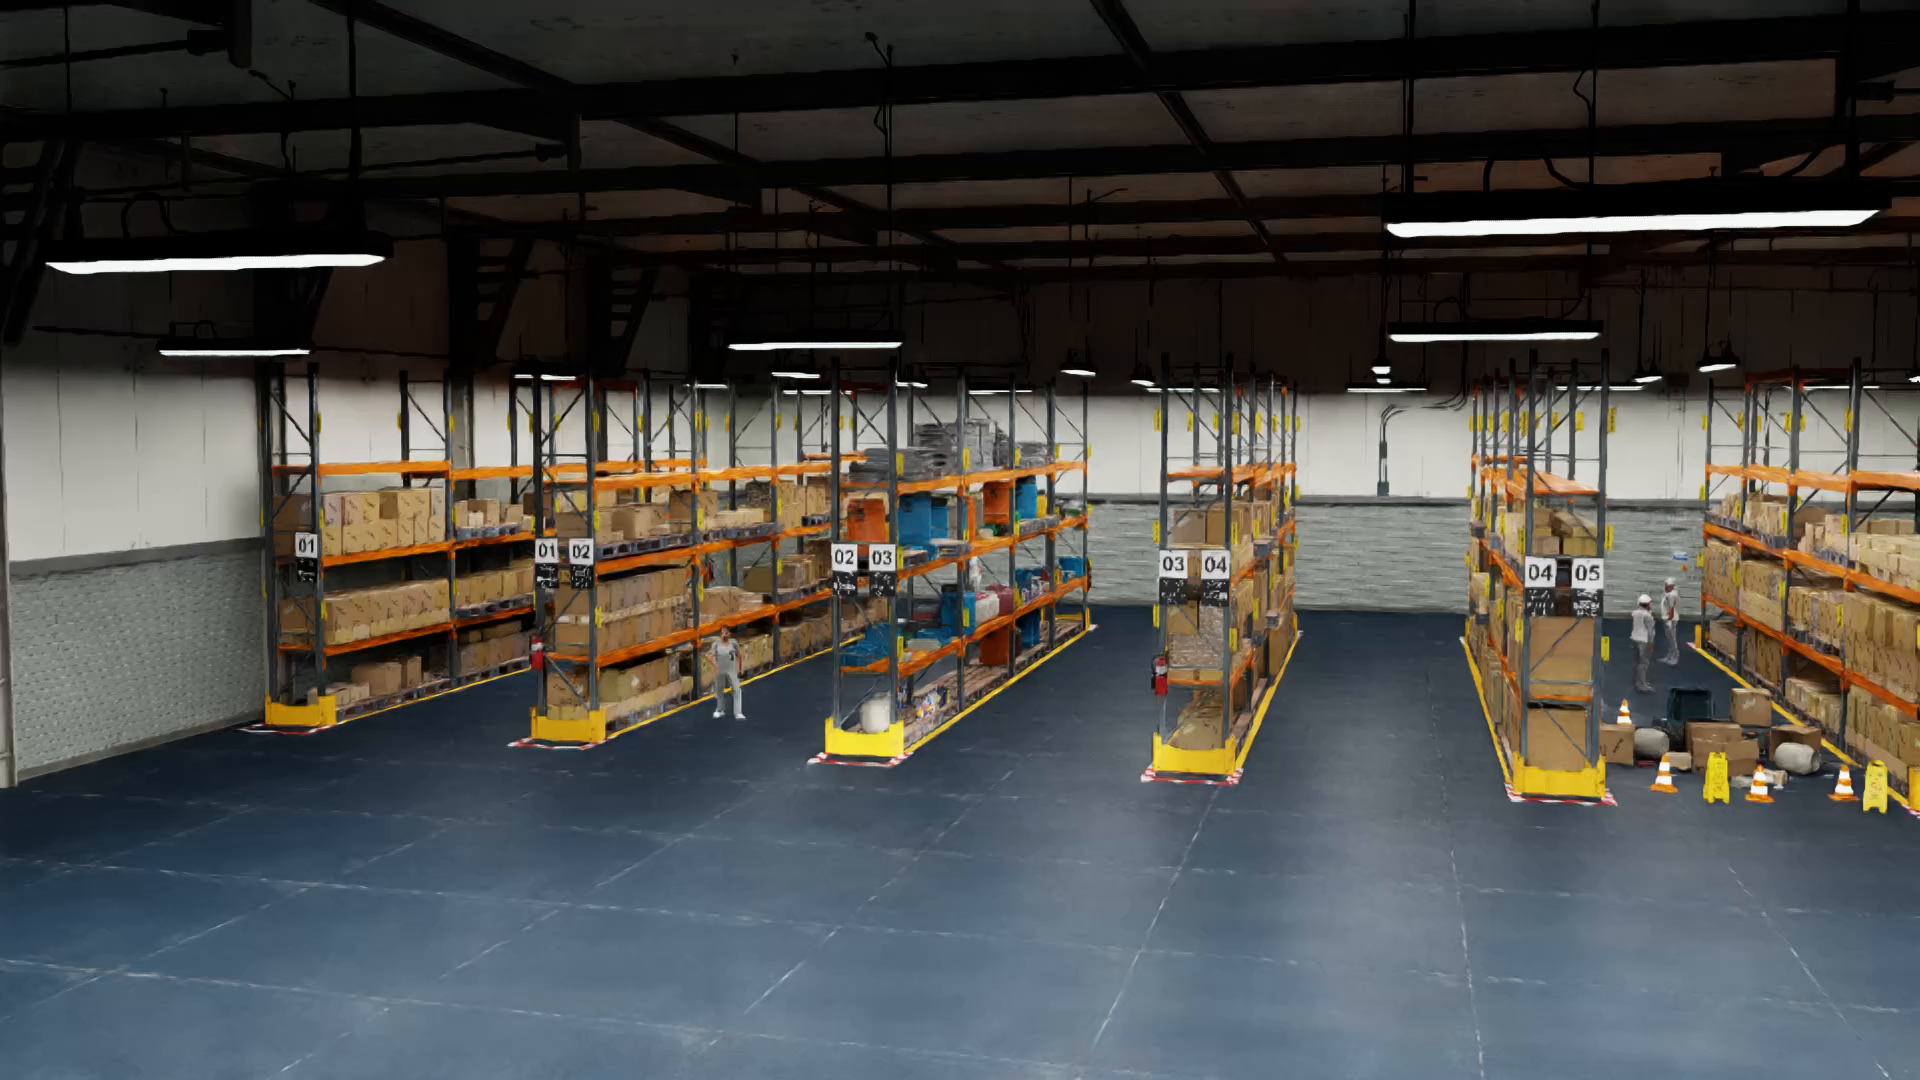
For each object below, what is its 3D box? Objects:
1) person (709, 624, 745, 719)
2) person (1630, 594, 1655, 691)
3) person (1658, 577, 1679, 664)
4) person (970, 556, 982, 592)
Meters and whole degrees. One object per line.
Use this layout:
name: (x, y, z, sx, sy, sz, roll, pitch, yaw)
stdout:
person: (-3.928, 2.214, 28.110, 0.613, 1.607, 0.800, 0, 4, -4)
person: (12.850, 1.905, 31.191, 0.463, 1.782, 0.598, -1, 4, -11)
person: (14.765, 1.664, 34.603, 0.404, 1.786, 0.655, 2, 4, 24)
person: (0.328, 0.974, 44.930, 0.564, 1.736, 1.045, 1, 4, 14)
